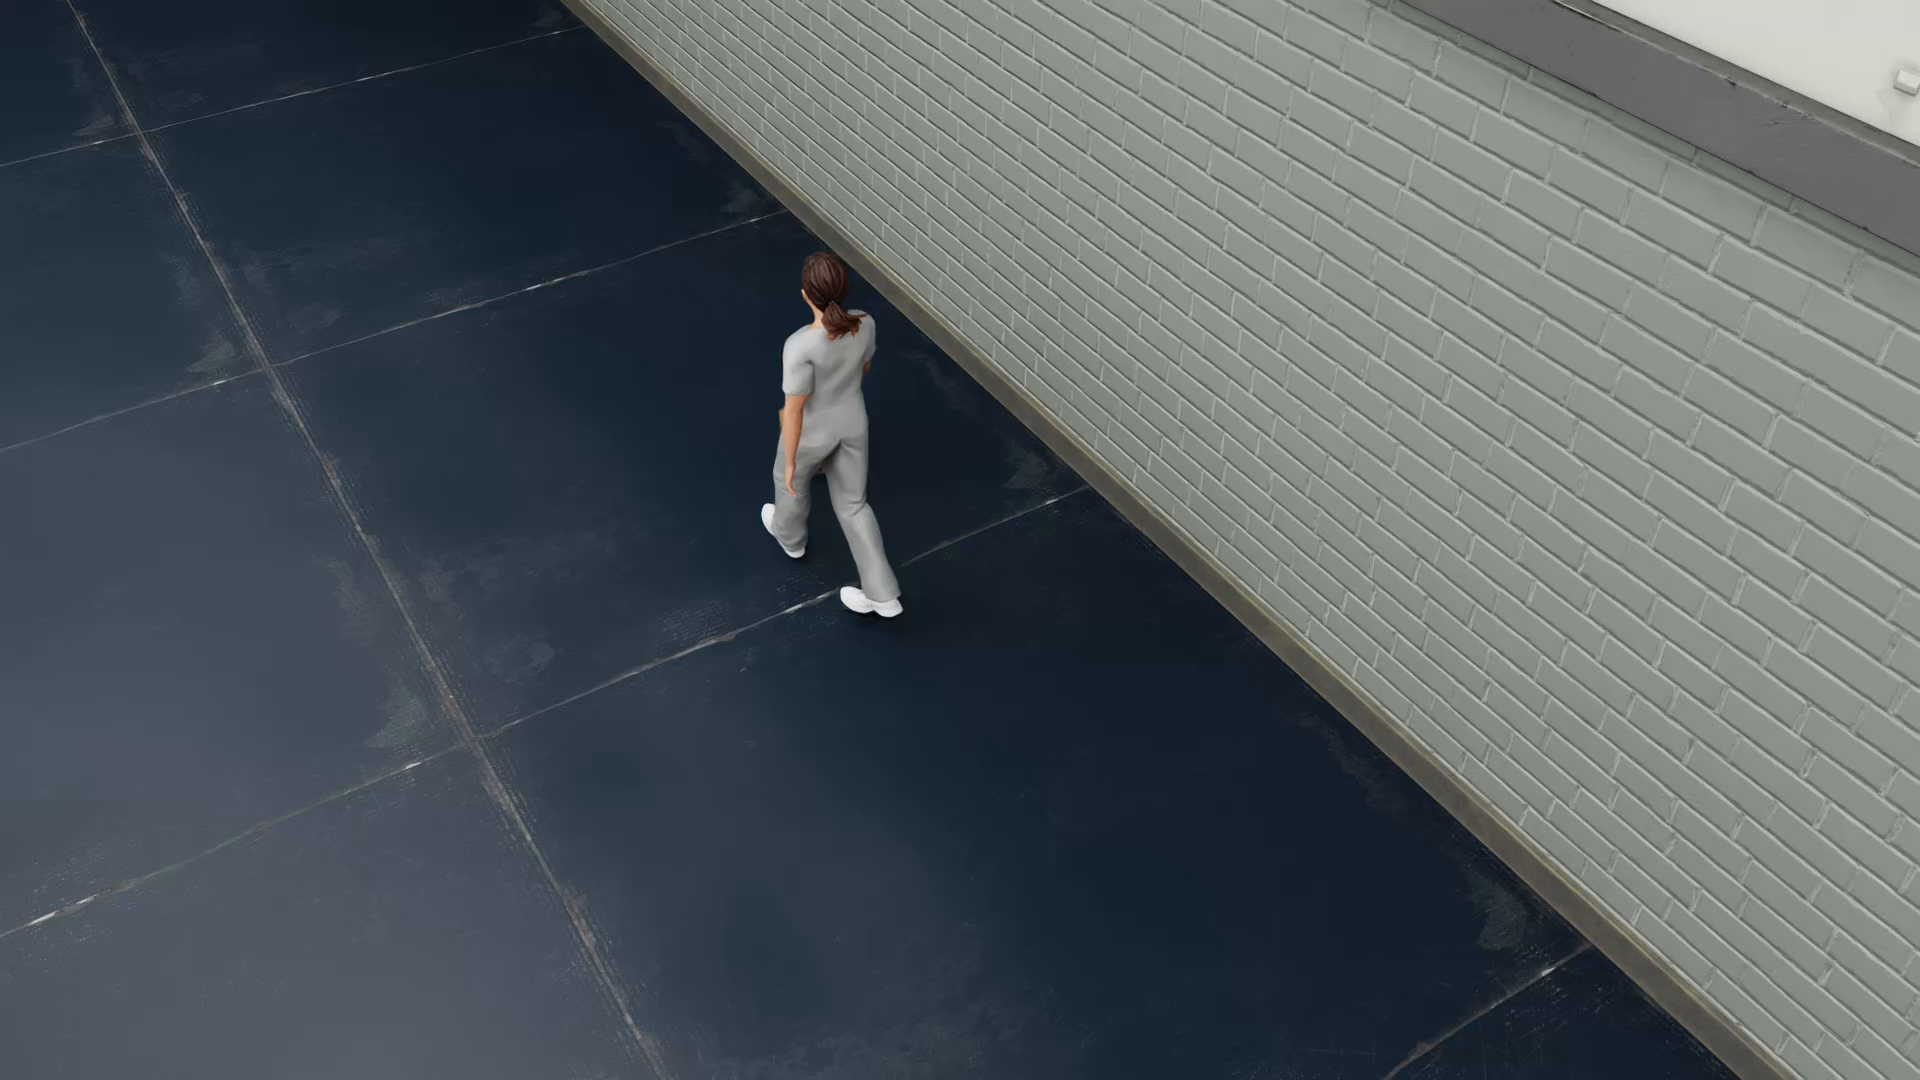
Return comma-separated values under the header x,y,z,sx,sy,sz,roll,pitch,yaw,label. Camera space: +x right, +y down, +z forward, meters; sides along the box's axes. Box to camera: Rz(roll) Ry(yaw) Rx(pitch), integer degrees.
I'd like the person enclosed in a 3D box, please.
x,y,z,sx,sy,sz,roll,pitch,yaw,label
-0.571,-0.463,6.708,0.502,1.631,0.933,-24,47,-25,person
